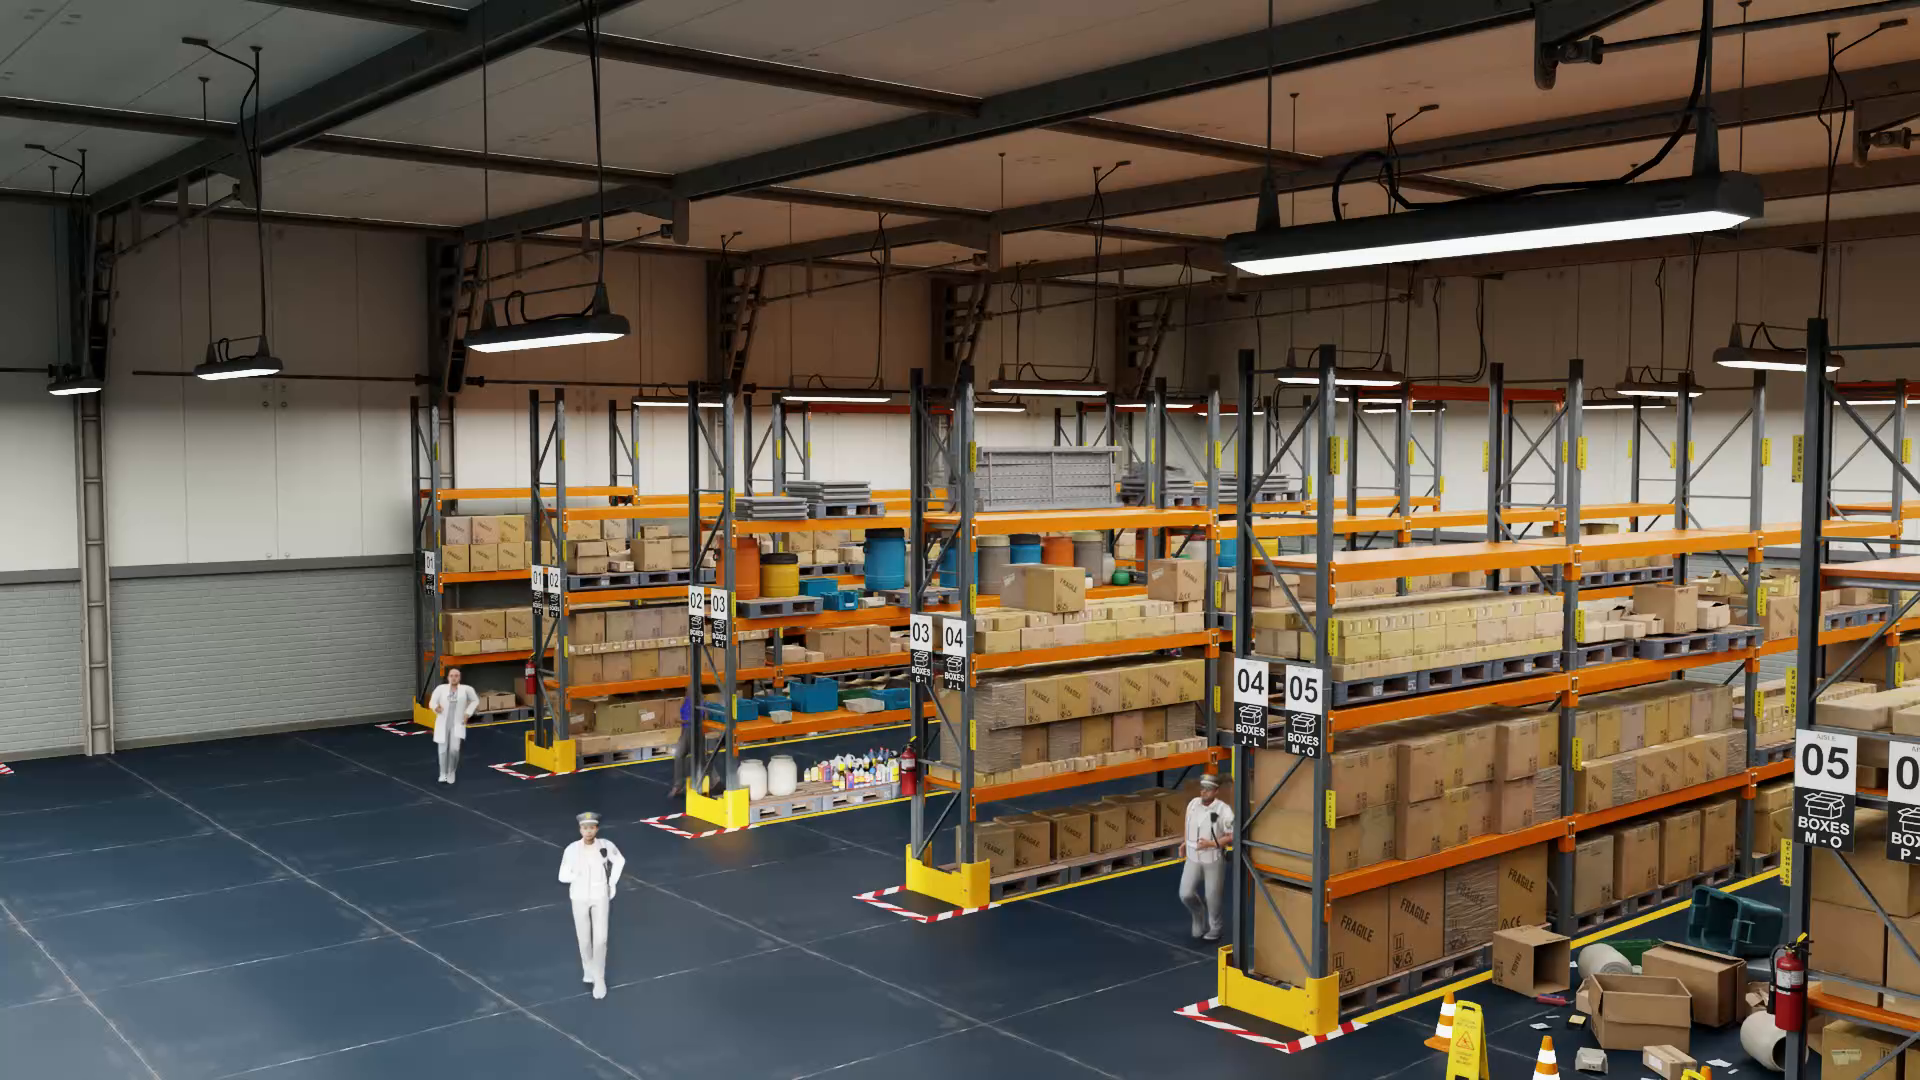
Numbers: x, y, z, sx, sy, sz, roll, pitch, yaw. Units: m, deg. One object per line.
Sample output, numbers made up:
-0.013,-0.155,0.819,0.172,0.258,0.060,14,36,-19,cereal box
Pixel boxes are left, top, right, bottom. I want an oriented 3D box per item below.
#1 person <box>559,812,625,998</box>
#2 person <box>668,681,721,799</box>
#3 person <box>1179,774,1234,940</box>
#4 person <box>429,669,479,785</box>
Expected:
-3.454,3.401,15.588,0.592,1.734,0.684,0,3,-8,person
-3.909,2.892,24.317,0.570,1.687,0.830,3,5,42,person
2.510,3.269,17.110,0.647,1.742,0.644,2,4,31,person
-7.637,2.821,25.060,0.701,1.762,0.742,-1,3,-9,person
